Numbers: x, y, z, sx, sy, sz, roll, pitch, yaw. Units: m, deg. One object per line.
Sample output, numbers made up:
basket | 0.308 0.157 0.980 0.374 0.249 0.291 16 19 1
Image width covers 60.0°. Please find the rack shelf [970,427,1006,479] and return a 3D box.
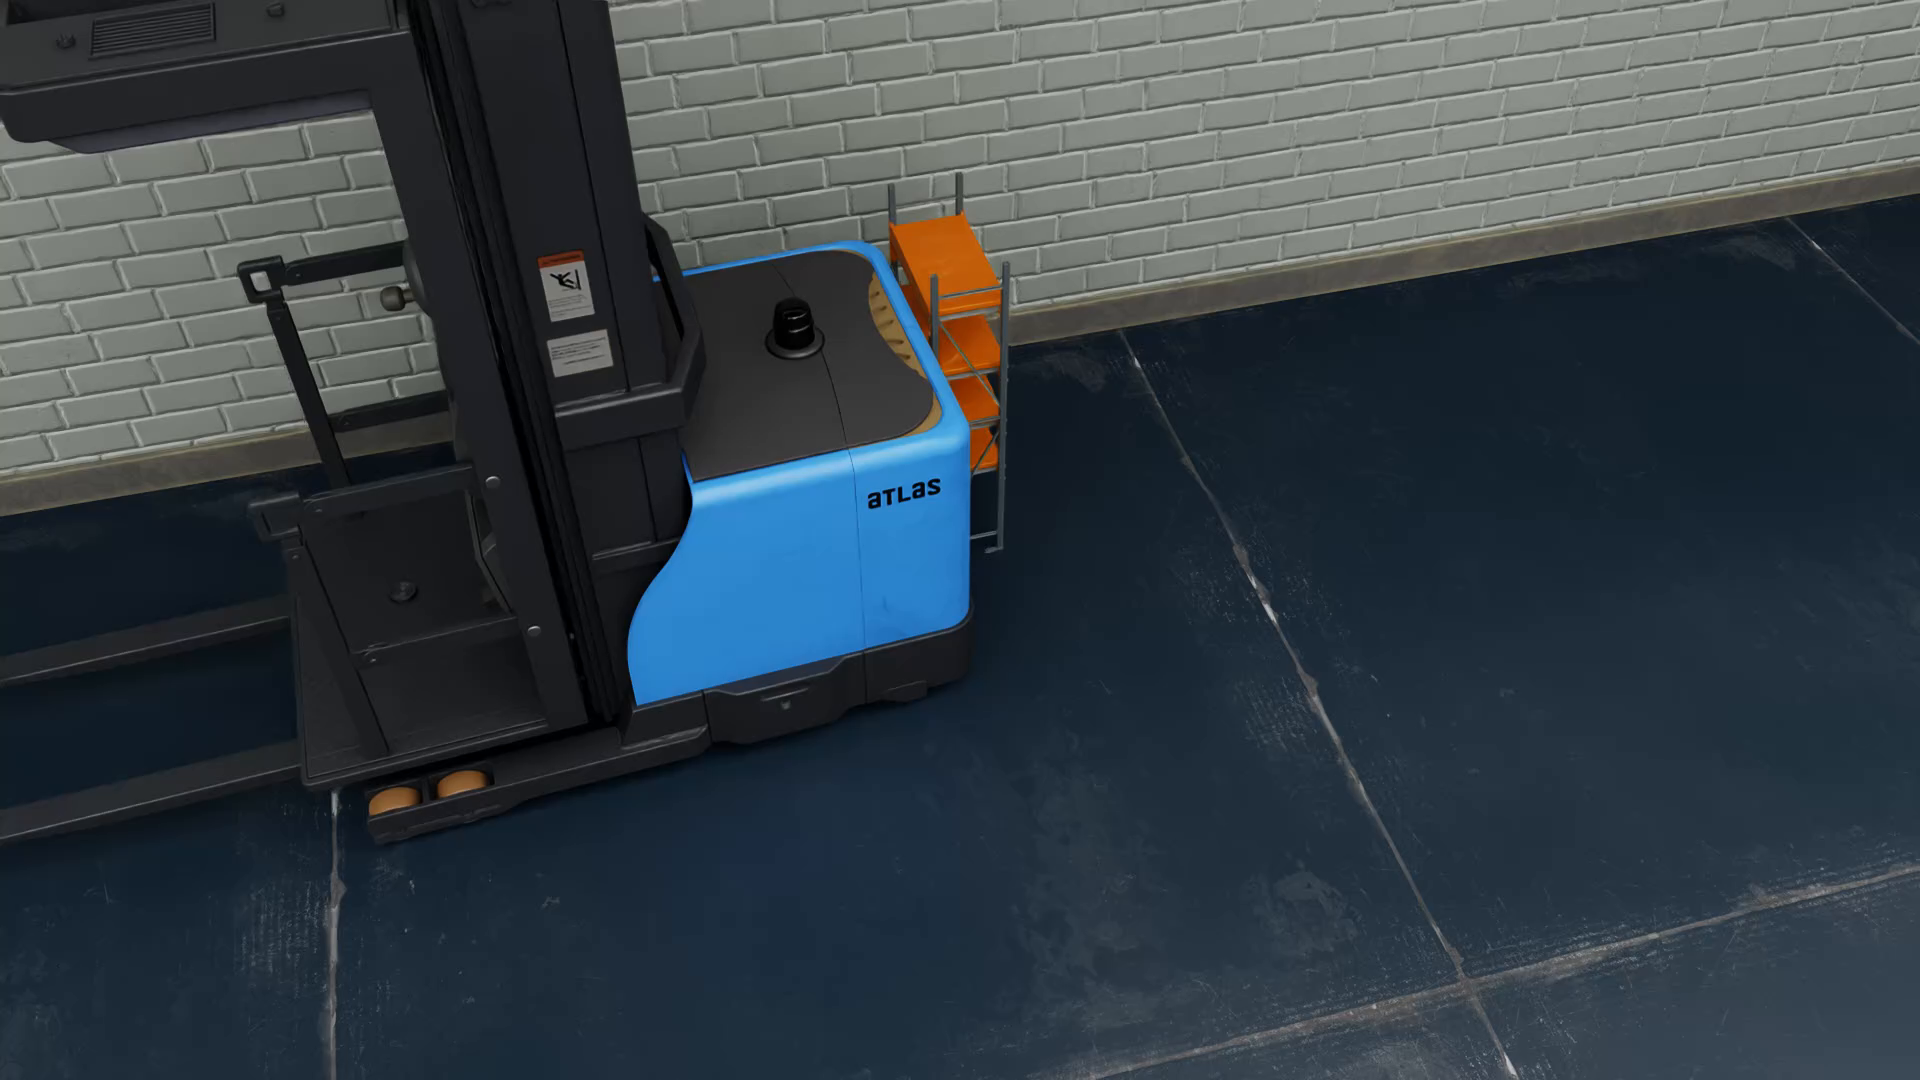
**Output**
rack shelf | -0.039 -0.350 5.625 0.258 0.148 0.480 -12 47 -11

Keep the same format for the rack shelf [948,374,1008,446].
rack shelf | -0.039 -0.489 5.484 0.258 0.148 0.480 -12 47 -11

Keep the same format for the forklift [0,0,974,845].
forklift | -1.532 -0.570 4.256 3.031 2.935 1.130 -13 47 -13

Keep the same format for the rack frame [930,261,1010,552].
rack frame | 0.030 -0.369 5.272 0.240 1.200 0.015 -12 47 -11

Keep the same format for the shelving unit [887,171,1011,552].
shelving unit | -0.039 -0.536 5.435 0.258 1.200 0.503 -12 47 -11

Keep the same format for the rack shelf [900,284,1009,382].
rack shelf | -0.039 -0.646 5.324 0.258 0.148 0.480 -12 47 -11

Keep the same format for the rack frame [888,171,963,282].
rack frame | -0.107 -0.704 5.599 0.240 1.200 0.015 -12 47 -11

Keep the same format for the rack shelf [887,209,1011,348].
rack shelf | -0.039 -0.811 5.155 0.258 0.148 0.480 -12 47 -11
